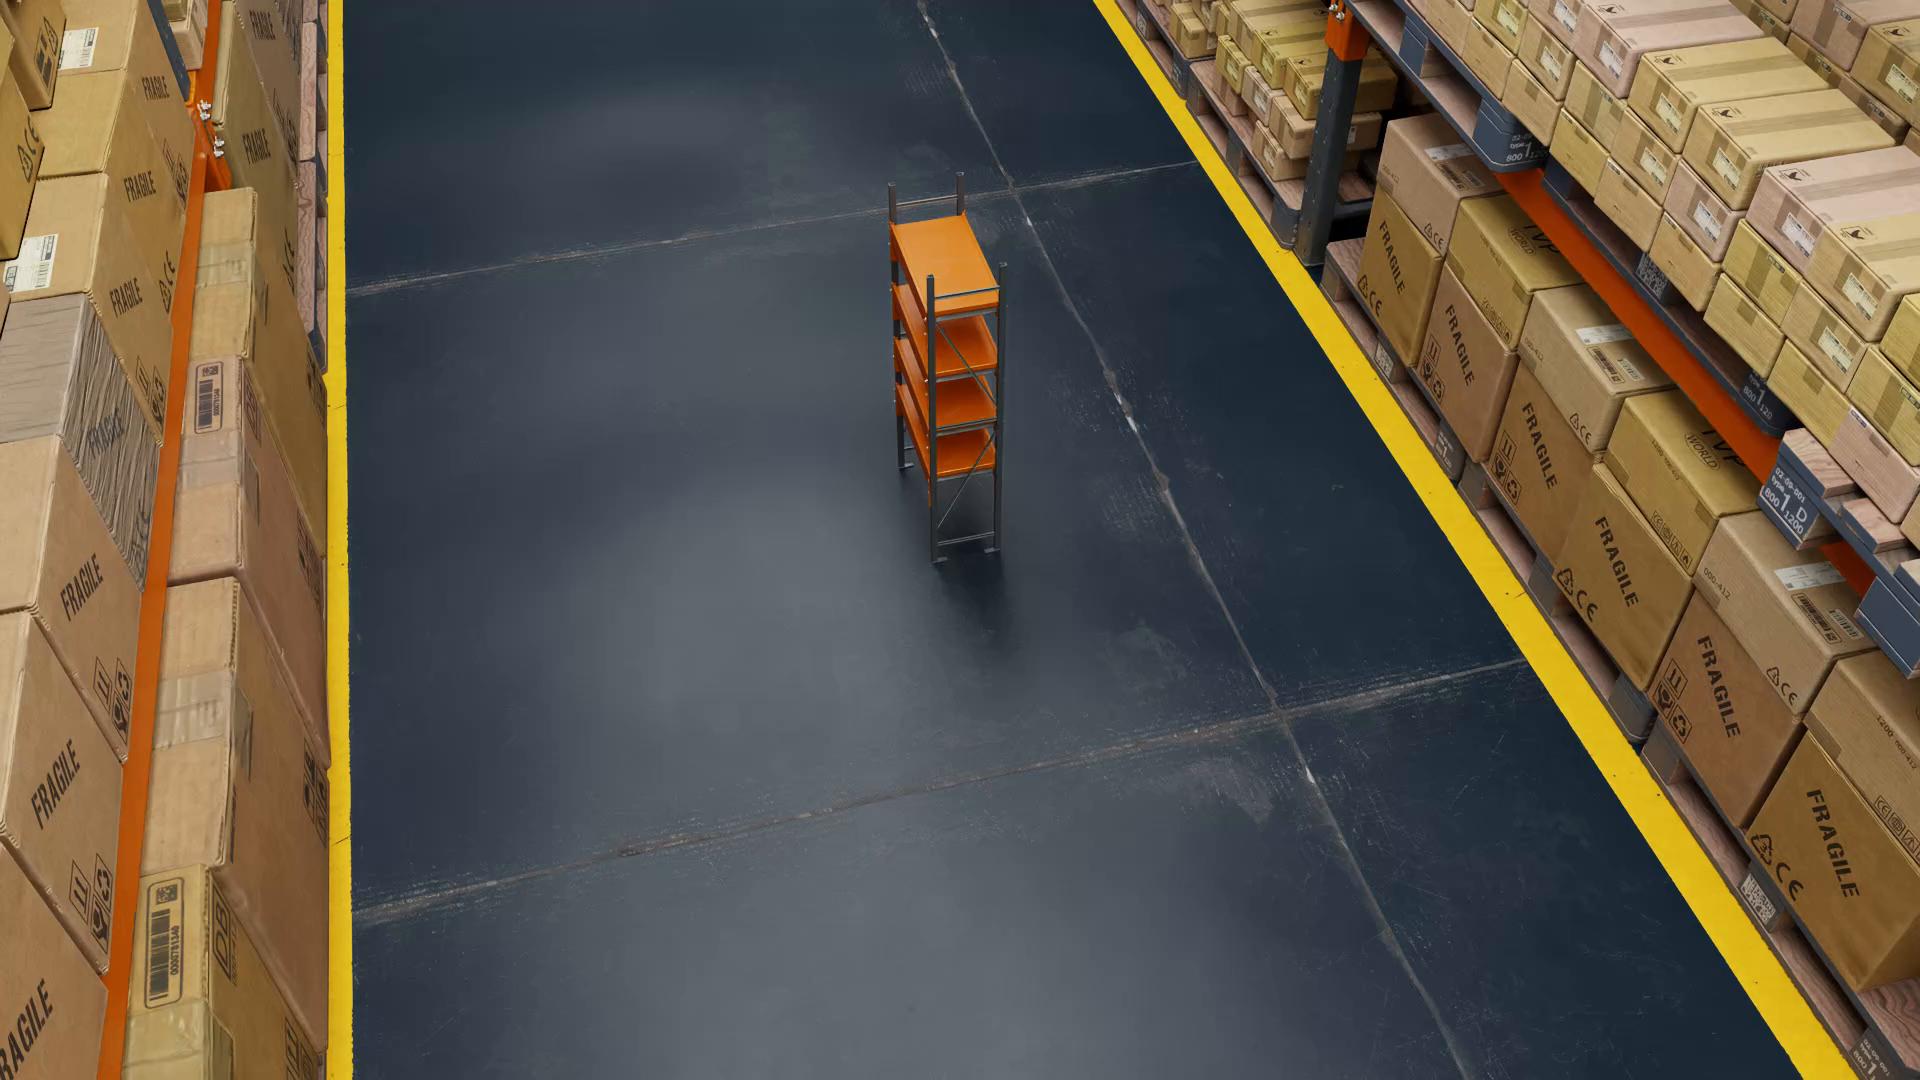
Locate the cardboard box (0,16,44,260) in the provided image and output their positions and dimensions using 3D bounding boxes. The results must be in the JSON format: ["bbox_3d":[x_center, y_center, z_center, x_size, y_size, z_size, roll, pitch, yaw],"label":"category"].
[{"bbox_3d":[-2.600,-0.932,3.791,0.797,0.503,0.637,-10,46,-10],"label":"cardboard box"}]

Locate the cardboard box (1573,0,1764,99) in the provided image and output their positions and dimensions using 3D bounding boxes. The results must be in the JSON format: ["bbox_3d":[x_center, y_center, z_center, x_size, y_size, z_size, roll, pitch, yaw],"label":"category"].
[{"bbox_3d":[1.873,-1.318,4.406,0.380,0.149,0.250,-9,46,-9],"label":"cardboard box"}]

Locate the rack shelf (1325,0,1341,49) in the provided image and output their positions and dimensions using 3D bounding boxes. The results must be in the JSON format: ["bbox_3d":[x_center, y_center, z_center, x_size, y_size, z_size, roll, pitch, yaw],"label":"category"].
[{"bbox_3d":[1.372,-3.428,7.513,1.077,0.370,4.000,-11,47,-10],"label":"rack shelf"}]

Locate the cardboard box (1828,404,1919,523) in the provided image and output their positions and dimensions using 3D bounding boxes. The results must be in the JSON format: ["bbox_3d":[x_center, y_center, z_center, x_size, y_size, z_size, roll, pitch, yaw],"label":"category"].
[{"bbox_3d":[2.210,-0.202,3.730,0.380,0.149,0.250,-10,46,-10],"label":"cardboard box"}]

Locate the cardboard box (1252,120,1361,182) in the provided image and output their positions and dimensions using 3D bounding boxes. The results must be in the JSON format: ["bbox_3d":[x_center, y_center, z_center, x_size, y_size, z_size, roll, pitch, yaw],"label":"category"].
[{"bbox_3d":[1.455,-1.657,6.975,0.380,0.149,0.250,-10,46,-10],"label":"cardboard box"}]

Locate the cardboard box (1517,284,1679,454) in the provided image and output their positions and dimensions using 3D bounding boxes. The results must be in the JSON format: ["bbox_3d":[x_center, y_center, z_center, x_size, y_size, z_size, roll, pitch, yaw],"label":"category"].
[{"bbox_3d":[2.083,-0.555,5.125,0.500,0.250,0.500,-9,46,-9],"label":"cardboard box"}]

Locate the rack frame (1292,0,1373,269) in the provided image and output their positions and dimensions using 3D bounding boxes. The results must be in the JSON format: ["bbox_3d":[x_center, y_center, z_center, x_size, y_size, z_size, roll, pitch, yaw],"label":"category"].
[{"bbox_3d":[1.884,-2.299,5.903,1.000,3.000,0.127,-11,47,-10],"label":"rack frame"}]

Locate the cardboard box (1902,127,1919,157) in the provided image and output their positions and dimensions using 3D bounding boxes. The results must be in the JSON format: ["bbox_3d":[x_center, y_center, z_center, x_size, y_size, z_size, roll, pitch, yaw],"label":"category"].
[{"bbox_3d":[2.648,-0.960,4.264,0.380,0.149,0.250,-11,47,-11],"label":"cardboard box"}]

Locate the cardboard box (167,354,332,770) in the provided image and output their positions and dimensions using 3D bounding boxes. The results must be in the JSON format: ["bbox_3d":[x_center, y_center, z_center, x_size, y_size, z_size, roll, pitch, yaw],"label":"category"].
[{"bbox_3d":[-2.523,0.190,4.657,1.225,0.875,0.875,-12,47,-12],"label":"cardboard box"}]

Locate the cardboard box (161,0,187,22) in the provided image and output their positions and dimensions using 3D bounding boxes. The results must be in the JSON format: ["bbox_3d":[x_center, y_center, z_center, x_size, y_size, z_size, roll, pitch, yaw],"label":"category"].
[{"bbox_3d":[-2.803,-1.886,5.395,0.500,0.250,0.500,-11,47,-11],"label":"cardboard box"}]

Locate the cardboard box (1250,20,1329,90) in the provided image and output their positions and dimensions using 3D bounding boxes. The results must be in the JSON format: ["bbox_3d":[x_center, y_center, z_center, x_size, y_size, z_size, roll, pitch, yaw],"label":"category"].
[{"bbox_3d":[1.438,-2.023,6.918,0.380,0.149,0.250,-10,46,-10],"label":"cardboard box"}]

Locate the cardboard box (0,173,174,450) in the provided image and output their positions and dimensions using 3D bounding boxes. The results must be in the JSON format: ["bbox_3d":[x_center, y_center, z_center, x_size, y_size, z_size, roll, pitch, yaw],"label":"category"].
[{"bbox_3d":[-2.292,-0.521,4.091,0.500,0.500,0.500,-11,47,-11],"label":"cardboard box"}]

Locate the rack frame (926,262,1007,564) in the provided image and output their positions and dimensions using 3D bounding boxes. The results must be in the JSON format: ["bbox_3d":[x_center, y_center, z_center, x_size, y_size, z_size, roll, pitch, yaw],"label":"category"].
[{"bbox_3d":[0.020,-0.366,5.268,0.240,1.200,0.015,-11,47,-10],"label":"rack frame"}]

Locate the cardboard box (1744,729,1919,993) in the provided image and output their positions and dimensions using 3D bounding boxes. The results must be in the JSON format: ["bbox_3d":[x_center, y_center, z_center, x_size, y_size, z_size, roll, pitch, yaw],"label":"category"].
[{"bbox_3d":[2.487,0.784,4.338,0.500,0.500,0.500,-11,47,-11],"label":"cardboard box"}]

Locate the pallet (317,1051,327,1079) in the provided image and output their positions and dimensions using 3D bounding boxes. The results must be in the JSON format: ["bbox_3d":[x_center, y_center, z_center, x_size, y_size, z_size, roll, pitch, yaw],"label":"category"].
[{"bbox_3d":[-2.041,1.718,3.919,1.003,0.211,1.213,-11,47,-10],"label":"pallet"}]

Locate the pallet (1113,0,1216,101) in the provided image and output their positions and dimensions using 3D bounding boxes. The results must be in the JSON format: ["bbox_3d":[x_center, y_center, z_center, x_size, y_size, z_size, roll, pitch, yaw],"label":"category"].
[{"bbox_3d":[1.362,-2.624,8.174,1.003,0.211,1.213,-11,47,-10],"label":"pallet"}]

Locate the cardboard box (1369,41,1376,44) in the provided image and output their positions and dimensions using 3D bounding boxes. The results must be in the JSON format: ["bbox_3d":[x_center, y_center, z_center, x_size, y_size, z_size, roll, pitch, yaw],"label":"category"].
[{"bbox_3d":[1.852,-2.181,7.281,0.380,0.149,0.250,-11,47,-11],"label":"cardboard box"}]

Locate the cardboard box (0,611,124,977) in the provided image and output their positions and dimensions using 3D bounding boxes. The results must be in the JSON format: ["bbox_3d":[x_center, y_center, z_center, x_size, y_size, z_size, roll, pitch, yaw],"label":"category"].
[{"bbox_3d":[-1.908,0.524,3.066,0.500,0.500,0.500,-12,47,-11],"label":"cardboard box"}]

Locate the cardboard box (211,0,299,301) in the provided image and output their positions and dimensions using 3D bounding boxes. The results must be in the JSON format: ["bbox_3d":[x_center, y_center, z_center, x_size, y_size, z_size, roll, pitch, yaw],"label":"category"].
[{"bbox_3d":[-3.028,-1.335,6.152,0.875,0.875,0.875,-11,47,-10],"label":"cardboard box"}]

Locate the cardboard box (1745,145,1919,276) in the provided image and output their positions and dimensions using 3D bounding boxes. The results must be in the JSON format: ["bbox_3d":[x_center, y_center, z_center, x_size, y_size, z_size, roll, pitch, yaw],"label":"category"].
[{"bbox_3d":[2.083,-0.765,3.865,0.380,0.149,0.250,-11,47,-10],"label":"cardboard box"}]

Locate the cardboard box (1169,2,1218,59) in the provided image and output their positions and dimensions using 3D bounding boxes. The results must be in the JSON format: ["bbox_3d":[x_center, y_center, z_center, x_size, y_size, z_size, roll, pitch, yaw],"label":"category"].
[{"bbox_3d":[1.190,-2.371,7.676,0.380,0.149,0.250,-11,47,-10],"label":"cardboard box"}]

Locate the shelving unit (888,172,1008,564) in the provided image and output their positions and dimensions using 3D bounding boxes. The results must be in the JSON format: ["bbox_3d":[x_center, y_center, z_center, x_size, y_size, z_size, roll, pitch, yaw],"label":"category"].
[{"bbox_3d":[-0.042,-0.534,5.433,0.258,1.200,0.503,-11,47,-10],"label":"shelving unit"}]

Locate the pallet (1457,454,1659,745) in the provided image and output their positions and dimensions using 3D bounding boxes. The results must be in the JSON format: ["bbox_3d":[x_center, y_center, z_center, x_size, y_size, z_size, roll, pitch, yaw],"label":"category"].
[{"bbox_3d":[2.401,0.058,5.545,1.003,0.211,1.213,-11,47,-10],"label":"pallet"}]

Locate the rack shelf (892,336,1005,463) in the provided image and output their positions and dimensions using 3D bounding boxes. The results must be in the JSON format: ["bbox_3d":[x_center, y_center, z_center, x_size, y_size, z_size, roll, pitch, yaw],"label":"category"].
[{"bbox_3d":[-0.042,-0.487,5.482,0.258,0.148,0.480,-11,47,-10],"label":"rack shelf"}]

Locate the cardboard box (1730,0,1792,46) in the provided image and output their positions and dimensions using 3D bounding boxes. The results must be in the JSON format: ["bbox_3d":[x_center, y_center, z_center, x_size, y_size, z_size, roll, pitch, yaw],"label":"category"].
[{"bbox_3d":[2.446,-1.502,4.795,0.380,0.149,0.250,-13,47,-12],"label":"cardboard box"}]

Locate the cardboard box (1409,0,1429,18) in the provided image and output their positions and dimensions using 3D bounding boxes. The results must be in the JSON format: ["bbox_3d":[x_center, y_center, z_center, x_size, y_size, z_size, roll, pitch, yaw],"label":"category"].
[{"bbox_3d":[1.617,-1.812,5.307,0.380,0.149,0.250,-10,46,-10],"label":"cardboard box"}]

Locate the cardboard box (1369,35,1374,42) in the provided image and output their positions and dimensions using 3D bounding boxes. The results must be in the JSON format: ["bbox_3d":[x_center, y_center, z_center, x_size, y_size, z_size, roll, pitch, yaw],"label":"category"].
[{"bbox_3d":[1.871,-2.299,7.188,0.380,0.149,0.250,-11,47,-11],"label":"cardboard box"}]

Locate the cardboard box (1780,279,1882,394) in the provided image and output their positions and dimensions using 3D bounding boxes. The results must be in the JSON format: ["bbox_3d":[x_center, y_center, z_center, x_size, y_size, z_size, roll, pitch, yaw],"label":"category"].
[{"bbox_3d":[2.138,-0.496,3.810,0.380,0.149,0.250,-11,47,-10],"label":"cardboard box"}]

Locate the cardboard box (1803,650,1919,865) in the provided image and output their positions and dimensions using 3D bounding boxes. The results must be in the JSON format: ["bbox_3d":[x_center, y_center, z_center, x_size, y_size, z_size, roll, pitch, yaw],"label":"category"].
[{"bbox_3d":[2.480,0.504,4.087,0.500,0.250,0.500,-12,47,-11],"label":"cardboard box"}]

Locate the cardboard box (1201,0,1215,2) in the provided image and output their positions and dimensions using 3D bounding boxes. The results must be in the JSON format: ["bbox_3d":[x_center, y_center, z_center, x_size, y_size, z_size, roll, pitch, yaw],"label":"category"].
[{"bbox_3d":[1.218,-2.558,7.442,0.380,0.149,0.250,-13,47,-12],"label":"cardboard box"}]

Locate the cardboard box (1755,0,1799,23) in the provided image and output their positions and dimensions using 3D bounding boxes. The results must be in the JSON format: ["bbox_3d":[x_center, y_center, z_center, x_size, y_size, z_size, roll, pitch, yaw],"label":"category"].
[{"bbox_3d":[2.437,-1.609,4.692,0.380,0.149,0.250,-12,47,-12],"label":"cardboard box"}]

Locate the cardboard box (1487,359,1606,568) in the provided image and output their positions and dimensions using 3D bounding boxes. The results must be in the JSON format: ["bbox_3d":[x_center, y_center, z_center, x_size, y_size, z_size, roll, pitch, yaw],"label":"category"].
[{"bbox_3d":[2.101,-0.288,5.388,0.500,0.500,0.500,-10,46,-10],"label":"cardboard box"}]

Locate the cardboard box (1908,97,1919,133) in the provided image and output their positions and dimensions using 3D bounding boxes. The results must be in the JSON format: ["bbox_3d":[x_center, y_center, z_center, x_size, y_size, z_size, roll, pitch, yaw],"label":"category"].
[{"bbox_3d":[2.639,-1.066,4.160,0.380,0.149,0.250,-9,46,-9],"label":"cardboard box"}]

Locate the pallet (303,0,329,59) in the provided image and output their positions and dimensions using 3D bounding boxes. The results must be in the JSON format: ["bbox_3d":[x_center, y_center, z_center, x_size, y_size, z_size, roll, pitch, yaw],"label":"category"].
[{"bbox_3d":[-3.680,-2.710,8.258,1.003,0.211,1.213,-11,47,-10],"label":"pallet"}]

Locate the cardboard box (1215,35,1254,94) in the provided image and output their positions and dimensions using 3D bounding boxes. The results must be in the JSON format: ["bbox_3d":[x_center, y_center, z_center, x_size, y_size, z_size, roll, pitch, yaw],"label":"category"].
[{"bbox_3d":[1.330,-2.078,7.180,0.380,0.149,0.250,-12,47,-12],"label":"cardboard box"}]

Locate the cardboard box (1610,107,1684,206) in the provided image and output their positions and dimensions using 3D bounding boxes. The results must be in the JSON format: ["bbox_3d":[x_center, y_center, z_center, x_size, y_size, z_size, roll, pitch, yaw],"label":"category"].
[{"bbox_3d":[1.943,-1.027,4.329,0.380,0.149,0.250,-12,47,-11],"label":"cardboard box"}]

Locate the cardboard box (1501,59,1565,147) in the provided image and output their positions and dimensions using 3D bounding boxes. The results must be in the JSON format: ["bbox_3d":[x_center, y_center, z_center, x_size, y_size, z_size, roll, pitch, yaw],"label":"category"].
[{"bbox_3d":[1.806,-1.289,4.795,0.380,0.149,0.250,-13,47,-12],"label":"cardboard box"}]

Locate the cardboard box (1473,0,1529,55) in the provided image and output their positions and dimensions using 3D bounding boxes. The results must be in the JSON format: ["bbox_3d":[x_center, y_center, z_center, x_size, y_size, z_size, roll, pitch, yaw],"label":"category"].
[{"bbox_3d":[1.743,-1.570,4.862,0.380,0.149,0.250,-13,47,-12],"label":"cardboard box"}]

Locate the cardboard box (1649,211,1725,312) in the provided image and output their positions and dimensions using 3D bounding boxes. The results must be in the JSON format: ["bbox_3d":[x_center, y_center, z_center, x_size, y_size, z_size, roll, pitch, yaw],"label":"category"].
[{"bbox_3d":[2.015,-0.739,4.256,0.380,0.149,0.250,-9,46,-9],"label":"cardboard box"}]

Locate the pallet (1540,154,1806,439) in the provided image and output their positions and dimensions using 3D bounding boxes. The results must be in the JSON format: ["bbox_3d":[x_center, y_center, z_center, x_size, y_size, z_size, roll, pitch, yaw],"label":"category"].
[{"bbox_3d":[2.362,-0.829,4.597,1.003,0.211,1.213,-11,47,-10],"label":"pallet"}]
